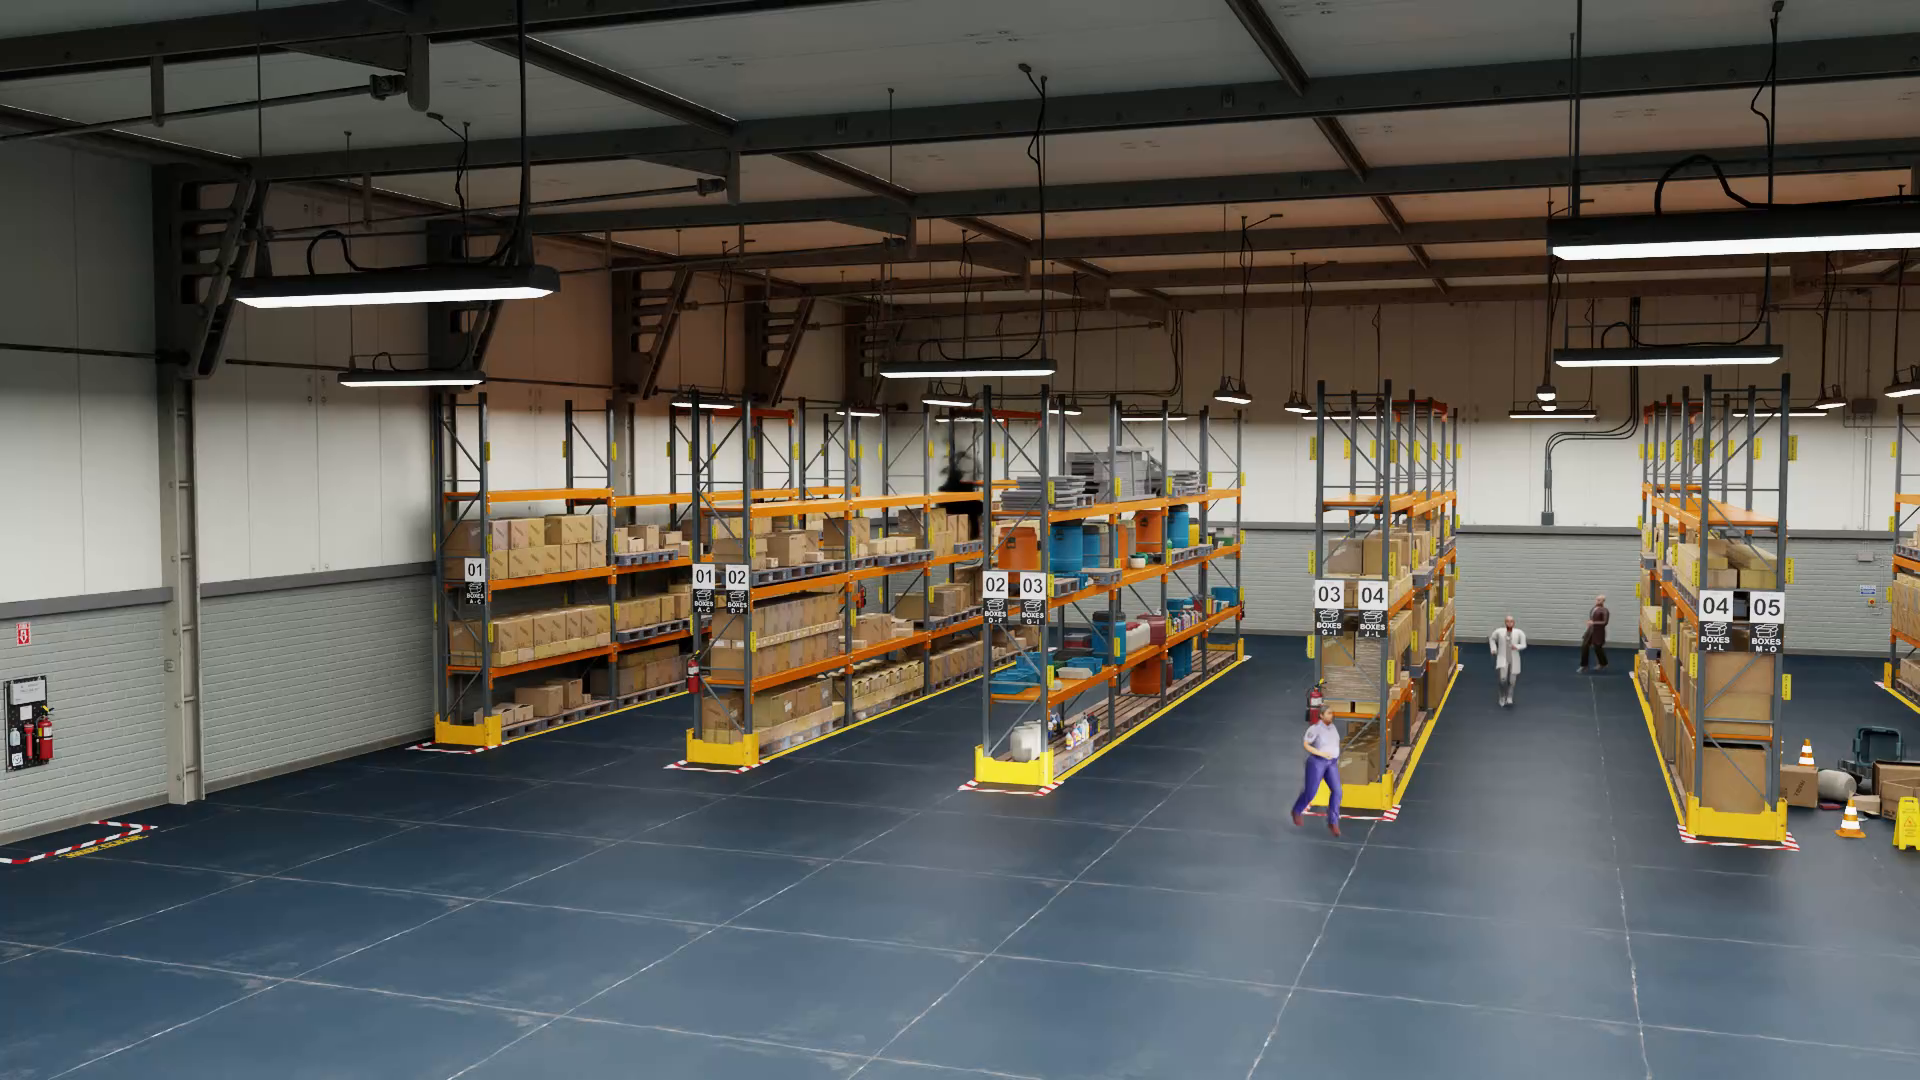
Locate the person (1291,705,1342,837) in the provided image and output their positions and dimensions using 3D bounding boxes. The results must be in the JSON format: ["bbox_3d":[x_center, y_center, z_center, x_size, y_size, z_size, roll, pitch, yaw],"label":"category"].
[{"bbox_3d":[4.796,3.018,21.951,0.647,1.678,0.819,-2,3,-26],"label":"person"}]

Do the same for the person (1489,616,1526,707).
[{"bbox_3d":[10.752,2.383,32.622,0.675,1.790,0.762,1,3,14],"label":"person"}]

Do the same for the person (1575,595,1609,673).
[{"bbox_3d":[14.410,2.135,37.497,0.842,1.815,0.679,-1,3,-22],"label":"person"}]
